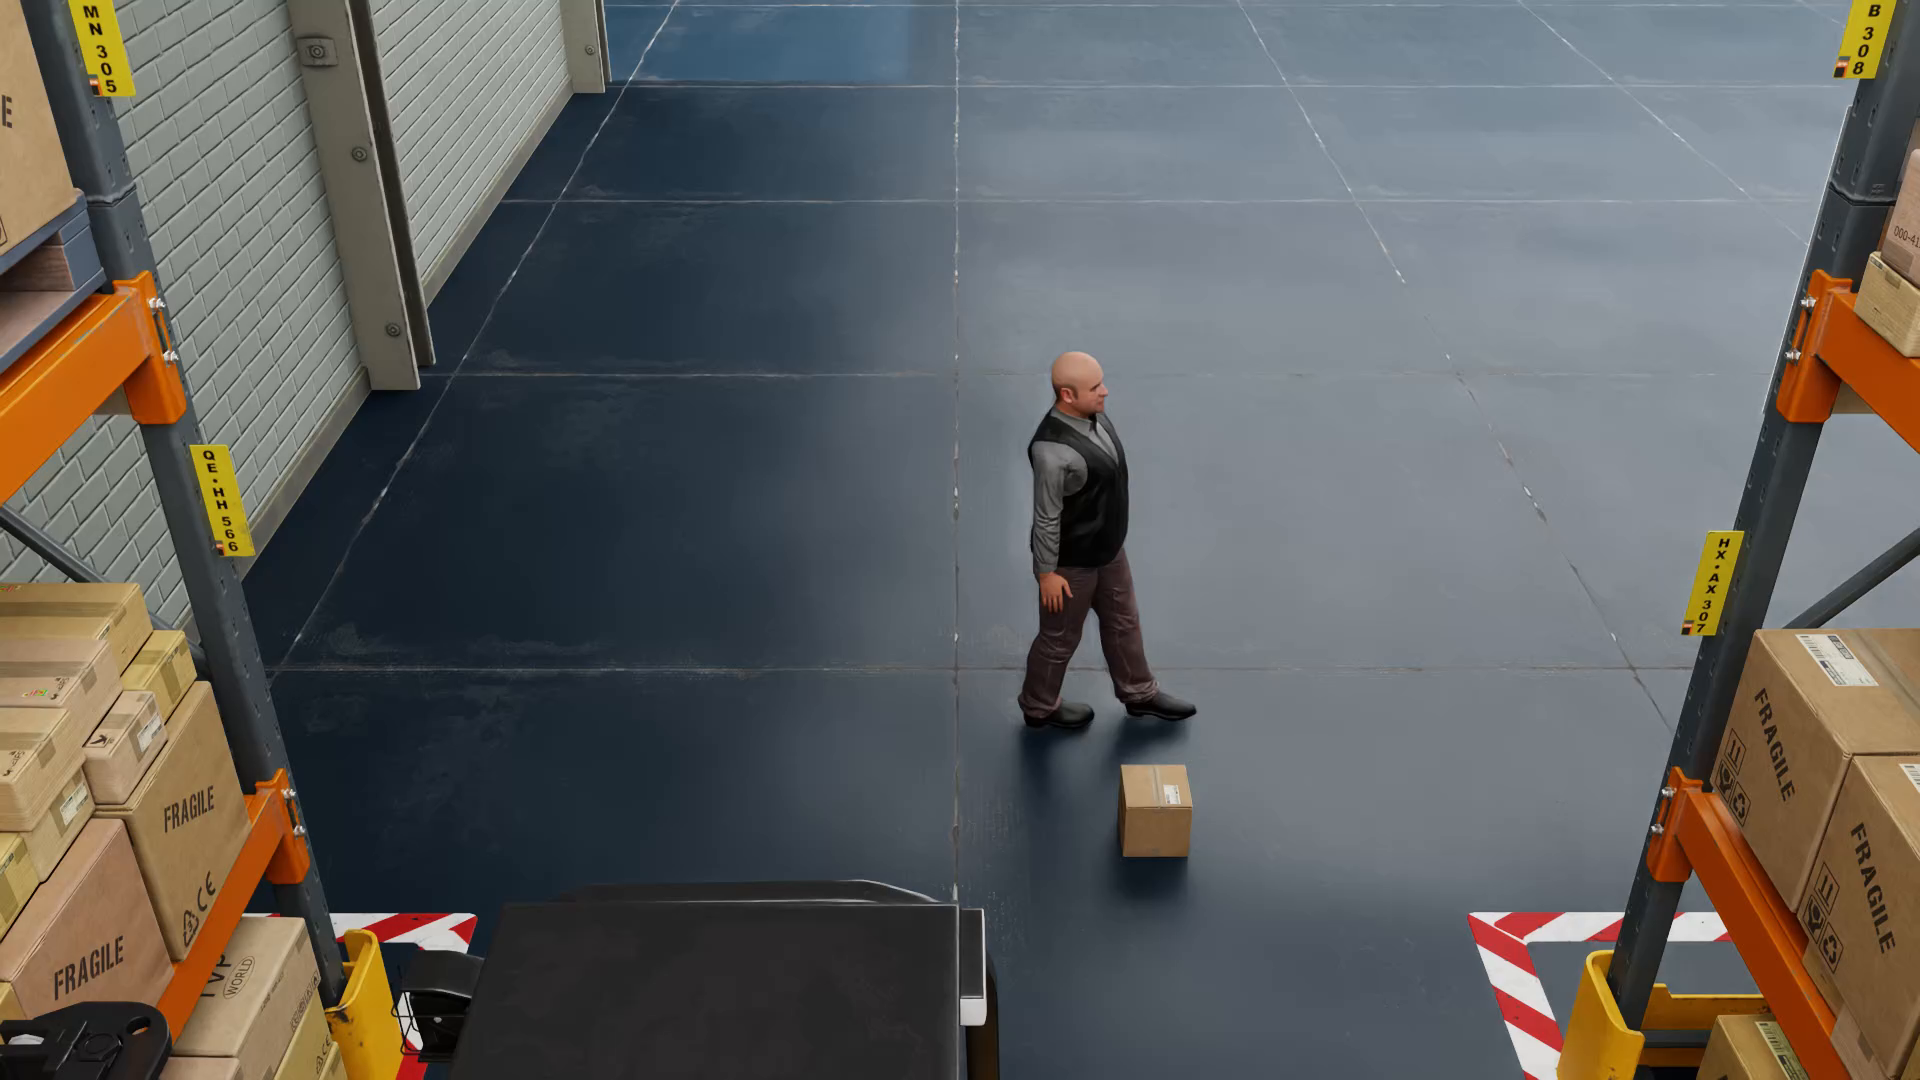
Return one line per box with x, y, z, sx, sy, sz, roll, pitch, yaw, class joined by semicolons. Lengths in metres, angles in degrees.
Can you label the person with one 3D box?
0.597;0.062;6.543;0.717;1.713;0.572;11;33;18;person
